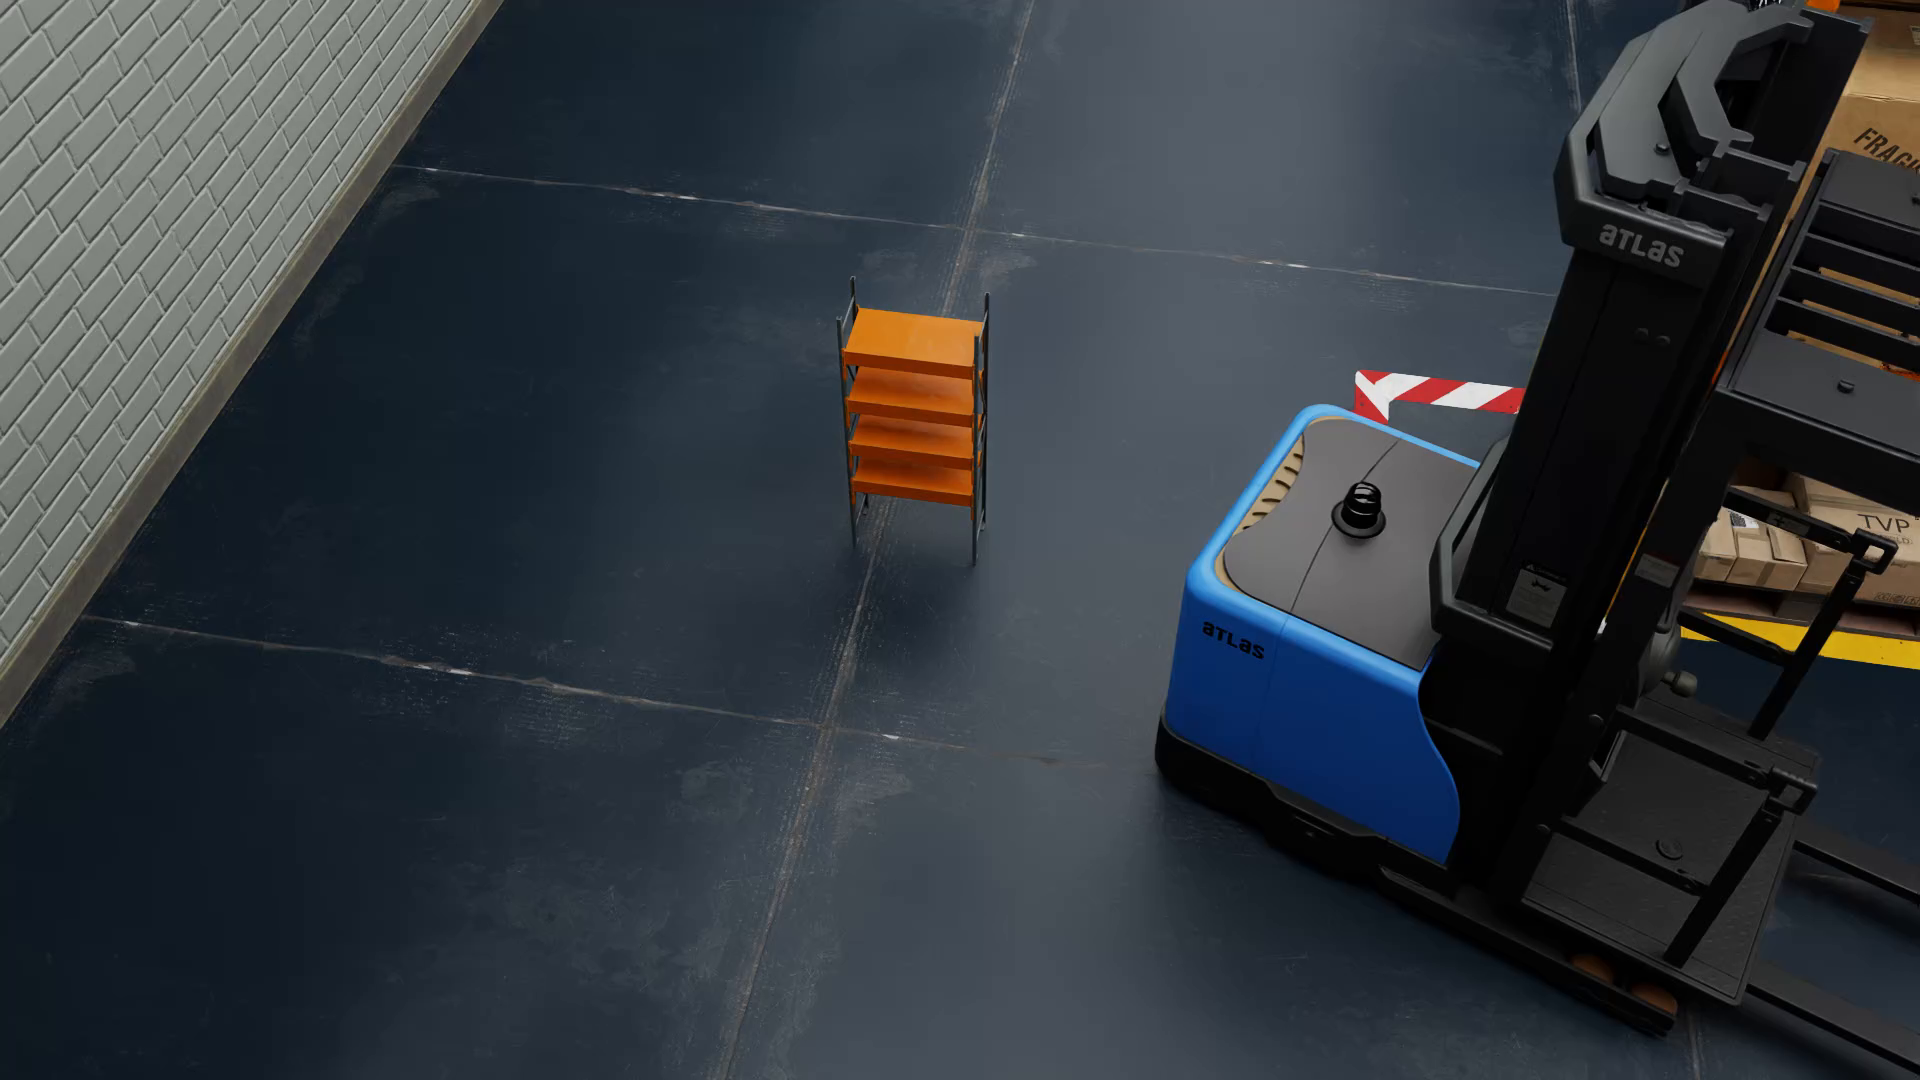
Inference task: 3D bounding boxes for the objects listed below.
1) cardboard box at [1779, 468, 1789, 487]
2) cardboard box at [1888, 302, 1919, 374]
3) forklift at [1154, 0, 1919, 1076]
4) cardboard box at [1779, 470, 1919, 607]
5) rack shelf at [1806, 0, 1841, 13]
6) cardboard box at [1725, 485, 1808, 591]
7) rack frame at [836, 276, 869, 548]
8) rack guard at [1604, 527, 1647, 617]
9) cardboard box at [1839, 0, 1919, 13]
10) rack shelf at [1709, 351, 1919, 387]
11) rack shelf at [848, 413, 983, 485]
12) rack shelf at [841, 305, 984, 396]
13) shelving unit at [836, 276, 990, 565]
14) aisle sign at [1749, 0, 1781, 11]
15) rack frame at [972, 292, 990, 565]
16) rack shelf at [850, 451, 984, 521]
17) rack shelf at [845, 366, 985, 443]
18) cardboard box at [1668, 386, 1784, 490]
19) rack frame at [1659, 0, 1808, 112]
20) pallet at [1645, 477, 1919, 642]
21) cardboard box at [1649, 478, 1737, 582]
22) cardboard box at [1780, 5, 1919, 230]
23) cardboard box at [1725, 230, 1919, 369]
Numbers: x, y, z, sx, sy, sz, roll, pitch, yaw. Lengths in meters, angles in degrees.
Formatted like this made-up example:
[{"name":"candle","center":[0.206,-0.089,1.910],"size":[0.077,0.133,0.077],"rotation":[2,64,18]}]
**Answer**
[{"name":"cardboard box","center":[3.408,-0.344,6.624],"size":[0.250,0.166,0.380],"rotation":[8,49,7]},{"name":"cardboard box","center":[3.345,-0.873,5.422],"size":[0.500,0.500,0.500],"rotation":[7,48,6]},{"name":"forklift","center":[2.216,0.131,4.634],"size":[3.031,2.935,1.130],"rotation":[25,53,21]},{"name":"cardboard box","center":[3.424,-0.038,6.292],"size":[0.500,0.250,0.500],"rotation":[8,49,7]},{"name":"rack shelf","center":[4.415,-1.653,4.658],"size":[4.000,0.370,1.077],"rotation":[8,49,7]},{"name":"cardboard box","center":[3.044,-0.015,6.328],"size":[0.250,0.166,0.380],"rotation":[8,49,7]},{"name":"rack frame","center":[-0.403,-0.455,6.324],"size":[0.015,1.200,0.240],"rotation":[8,49,7]},{"name":"rack guard","center":[2.522,-0.310,6.664],"size":[0.348,0.500,1.175],"rotation":[8,49,7]},{"name":"cardboard box","center":[2.934,-1.665,5.462],"size":[0.500,0.500,0.500],"rotation":[7,48,6]},{"name":"rack shelf","center":[4.415,-0.650,5.773],"size":[4.000,0.370,1.077],"rotation":[8,49,7]},{"name":"rack shelf","center":[-0.163,-0.378,6.345],"size":[0.480,0.148,0.258],"rotation":[8,49,7]},{"name":"rack shelf","center":[-0.163,-0.686,6.003],"size":[0.480,0.148,0.258],"rotation":[8,49,7]},{"name":"shelving unit","center":[-0.163,-0.423,6.295],"size":[0.503,1.200,0.258],"rotation":[8,49,7]},{"name":"aisle sign","center":[2.327,-1.818,4.591],"size":[0.004,0.787,0.394],"rotation":[8,49,7]},{"name":"rack frame","center":[0.077,-0.391,6.266],"size":[0.015,1.200,0.240],"rotation":[8,49,7]},{"name":"rack shelf","center":[-0.163,-0.245,6.493],"size":[0.480,0.148,0.258],"rotation":[8,49,7]},{"name":"rack shelf","center":[-0.163,-0.527,6.179],"size":[0.480,0.148,0.258],"rotation":[8,49,7]},{"name":"cardboard box","center":[3.026,-0.575,6.607],"size":[0.500,0.500,0.500],"rotation":[8,49,7]},{"name":"rack frame","center":[2.447,-1.155,5.743],"size":[0.127,3.000,1.000],"rotation":[8,49,7]},{"name":"pallet","center":[3.306,-0.108,6.678],"size":[1.213,0.211,1.003],"rotation":[8,49,7]},{"name":"cardboard box","center":[2.798,-0.043,6.364],"size":[0.250,0.149,0.380],"rotation":[8,49,7]},{"name":"cardboard box","center":[2.837,-1.271,5.108],"size":[0.500,0.500,0.500],"rotation":[9,49,8]},{"name":"cardboard box","center":[2.837,-0.937,5.480],"size":[0.500,0.500,0.500],"rotation":[9,49,8]}]
